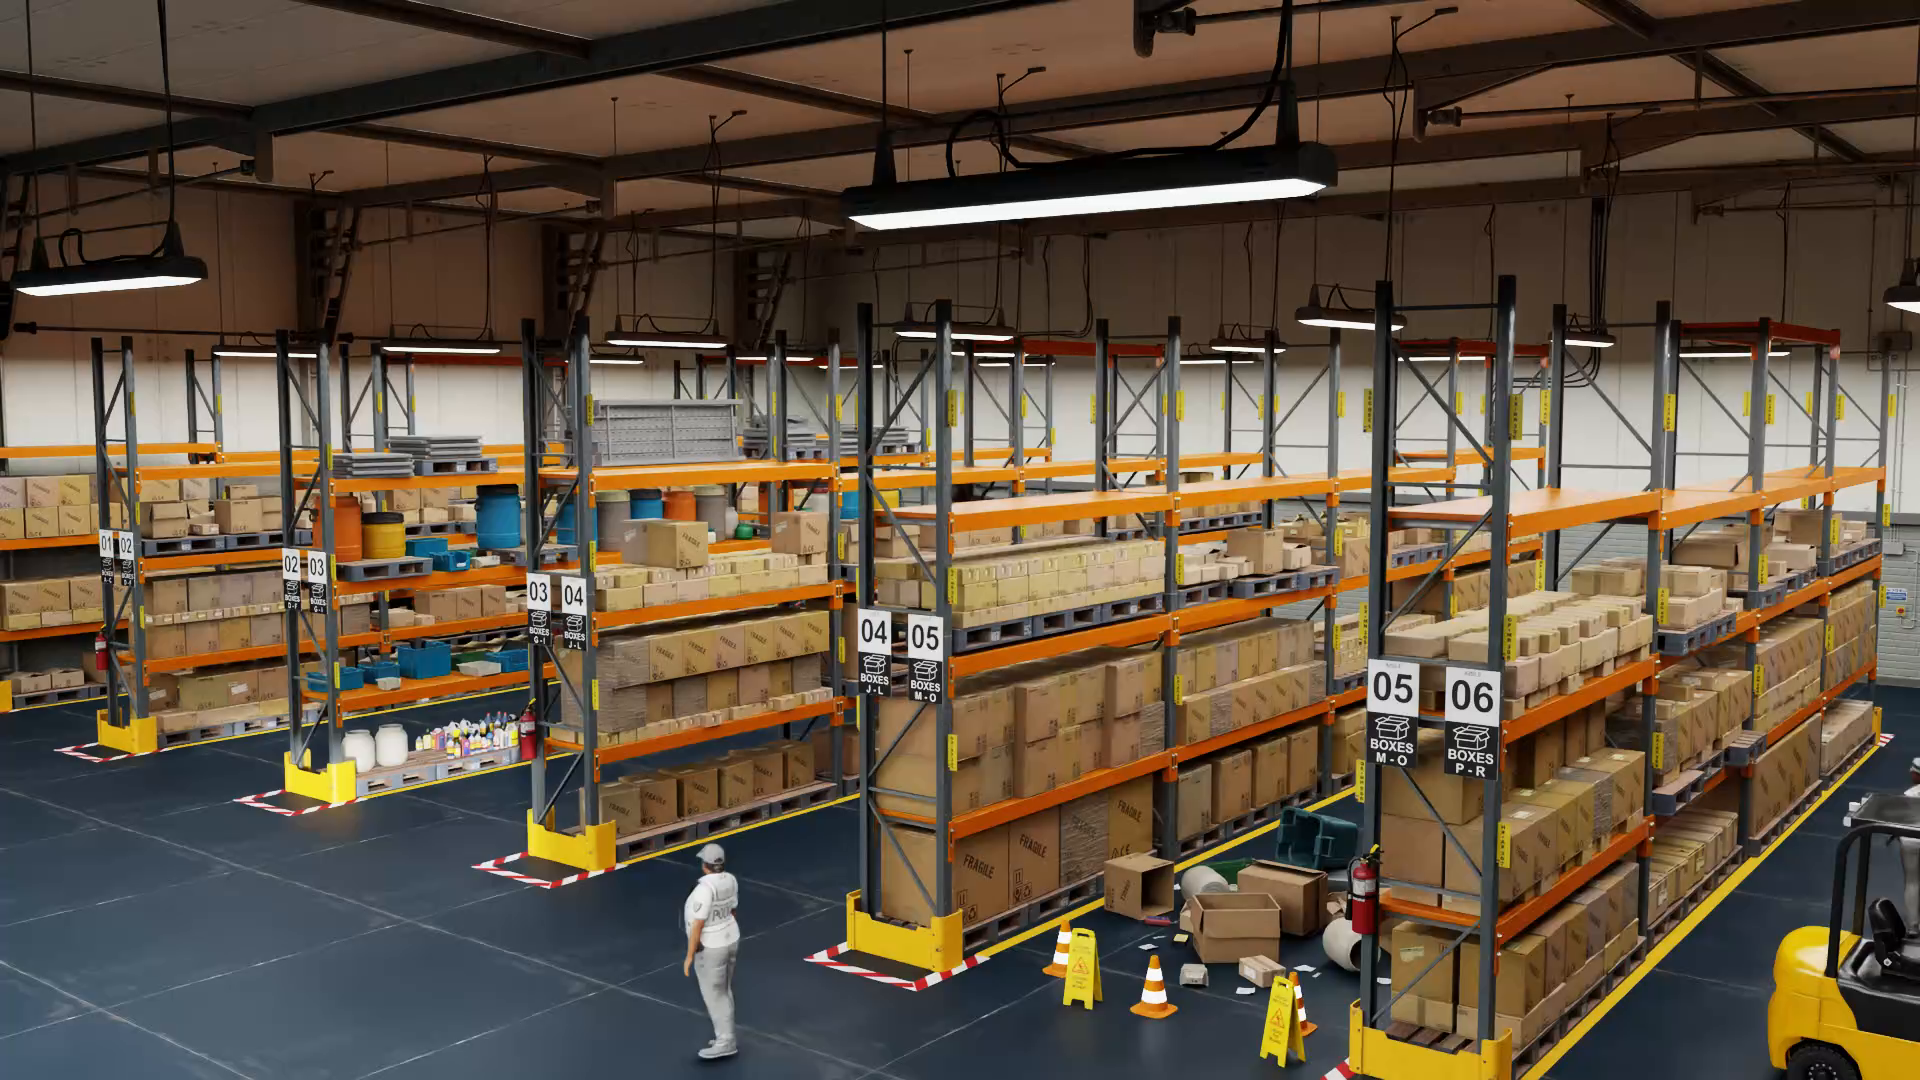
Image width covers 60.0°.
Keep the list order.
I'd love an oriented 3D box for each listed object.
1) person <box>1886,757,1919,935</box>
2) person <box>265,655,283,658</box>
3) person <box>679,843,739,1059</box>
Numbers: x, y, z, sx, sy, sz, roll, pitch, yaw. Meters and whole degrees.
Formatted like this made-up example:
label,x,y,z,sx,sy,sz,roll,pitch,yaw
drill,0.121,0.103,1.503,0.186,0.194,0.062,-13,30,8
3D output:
label,x,y,z,sx,sy,sz,roll,pitch,yaw
person,9.247,2.943,16.029,0.572,1.693,0.767,3,6,32
person,-12.336,1.693,29.857,0.591,1.777,0.424,-2,5,-24
person,-1.950,3.217,13.003,0.440,1.694,0.567,2,5,18
